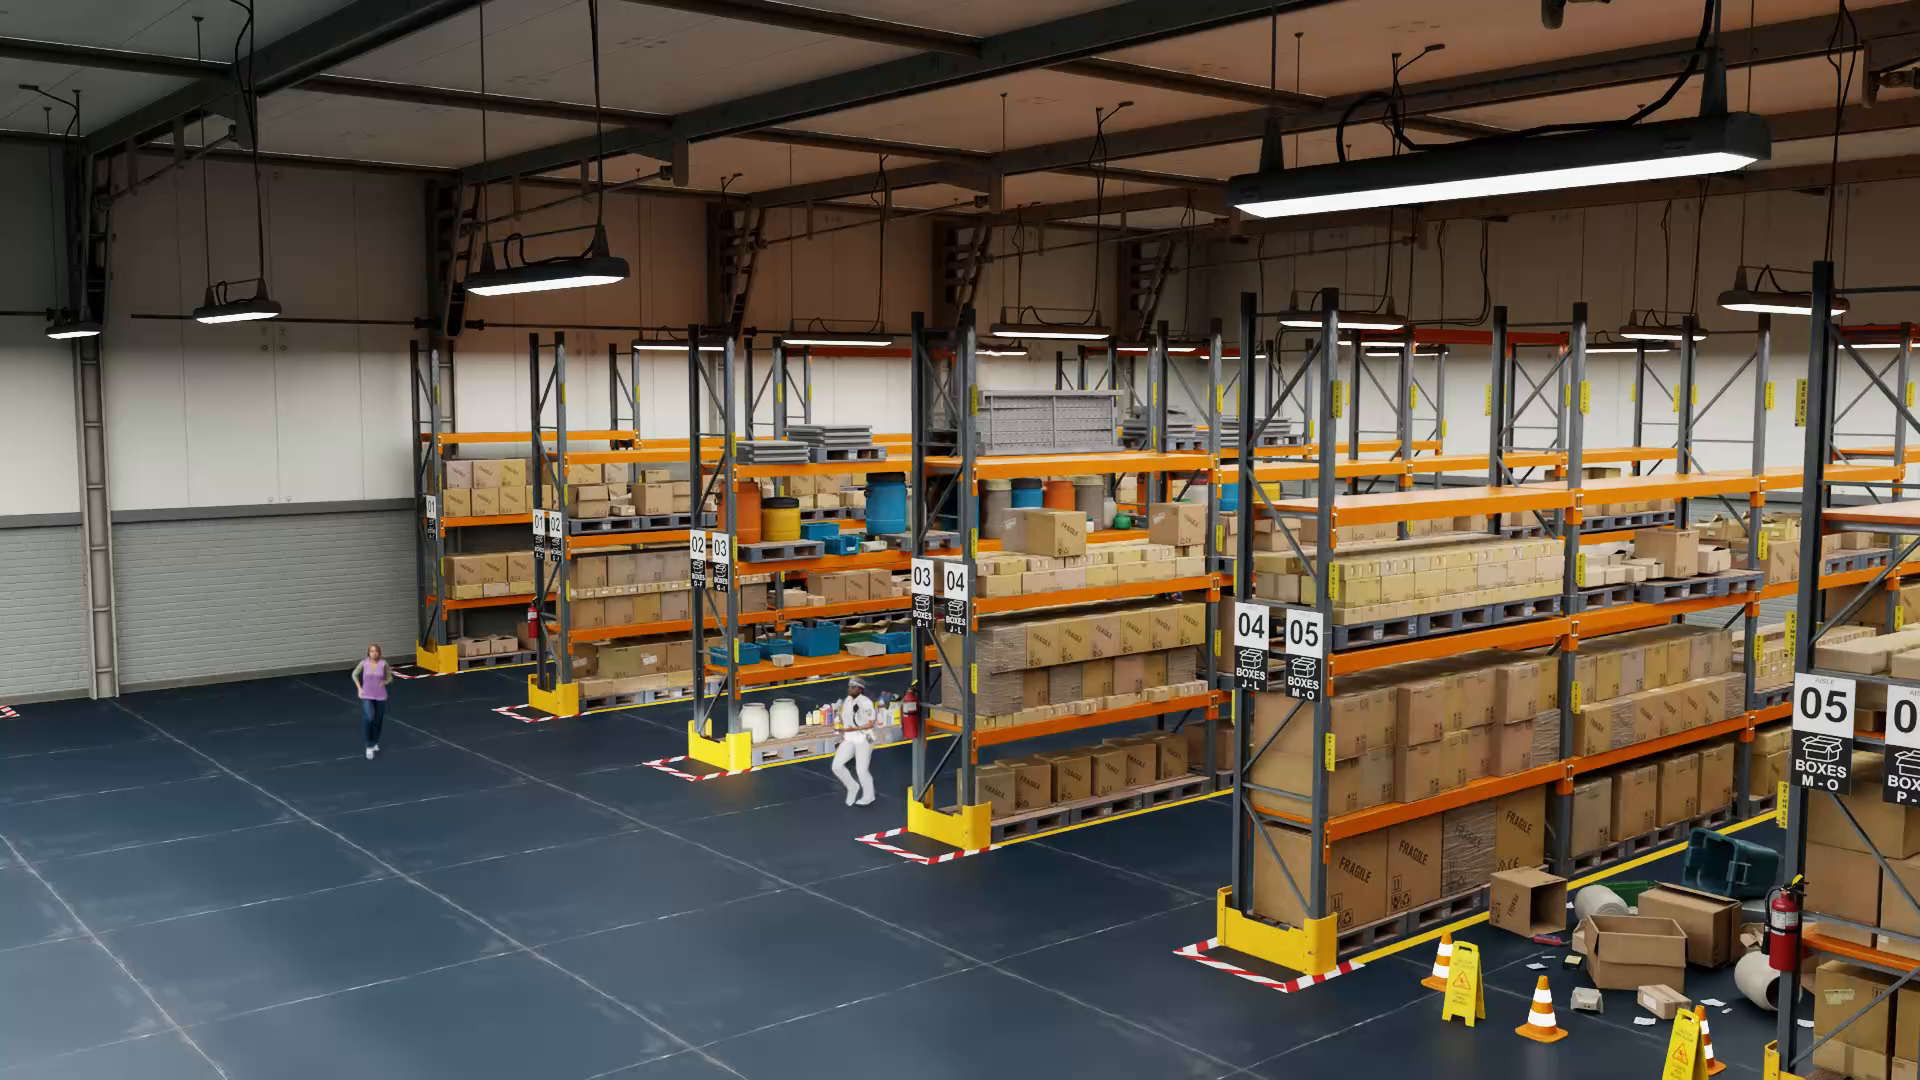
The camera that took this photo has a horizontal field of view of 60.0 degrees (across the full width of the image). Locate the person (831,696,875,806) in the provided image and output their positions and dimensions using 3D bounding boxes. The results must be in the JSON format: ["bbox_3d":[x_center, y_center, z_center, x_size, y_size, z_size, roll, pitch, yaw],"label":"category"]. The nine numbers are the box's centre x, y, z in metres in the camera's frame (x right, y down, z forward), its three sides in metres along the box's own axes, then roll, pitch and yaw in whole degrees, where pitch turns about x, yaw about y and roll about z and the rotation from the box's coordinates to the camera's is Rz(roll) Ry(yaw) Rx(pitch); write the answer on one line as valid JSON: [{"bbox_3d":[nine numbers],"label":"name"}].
[{"bbox_3d":[-1.247,2.575,20.304,0.379,1.400,0.650,4,7,37],"label":"person"}]

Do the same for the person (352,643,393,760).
[{"bbox_3d":[-8.148,2.237,23.119,0.514,1.623,0.695,-3,6,-26],"label":"person"}]
